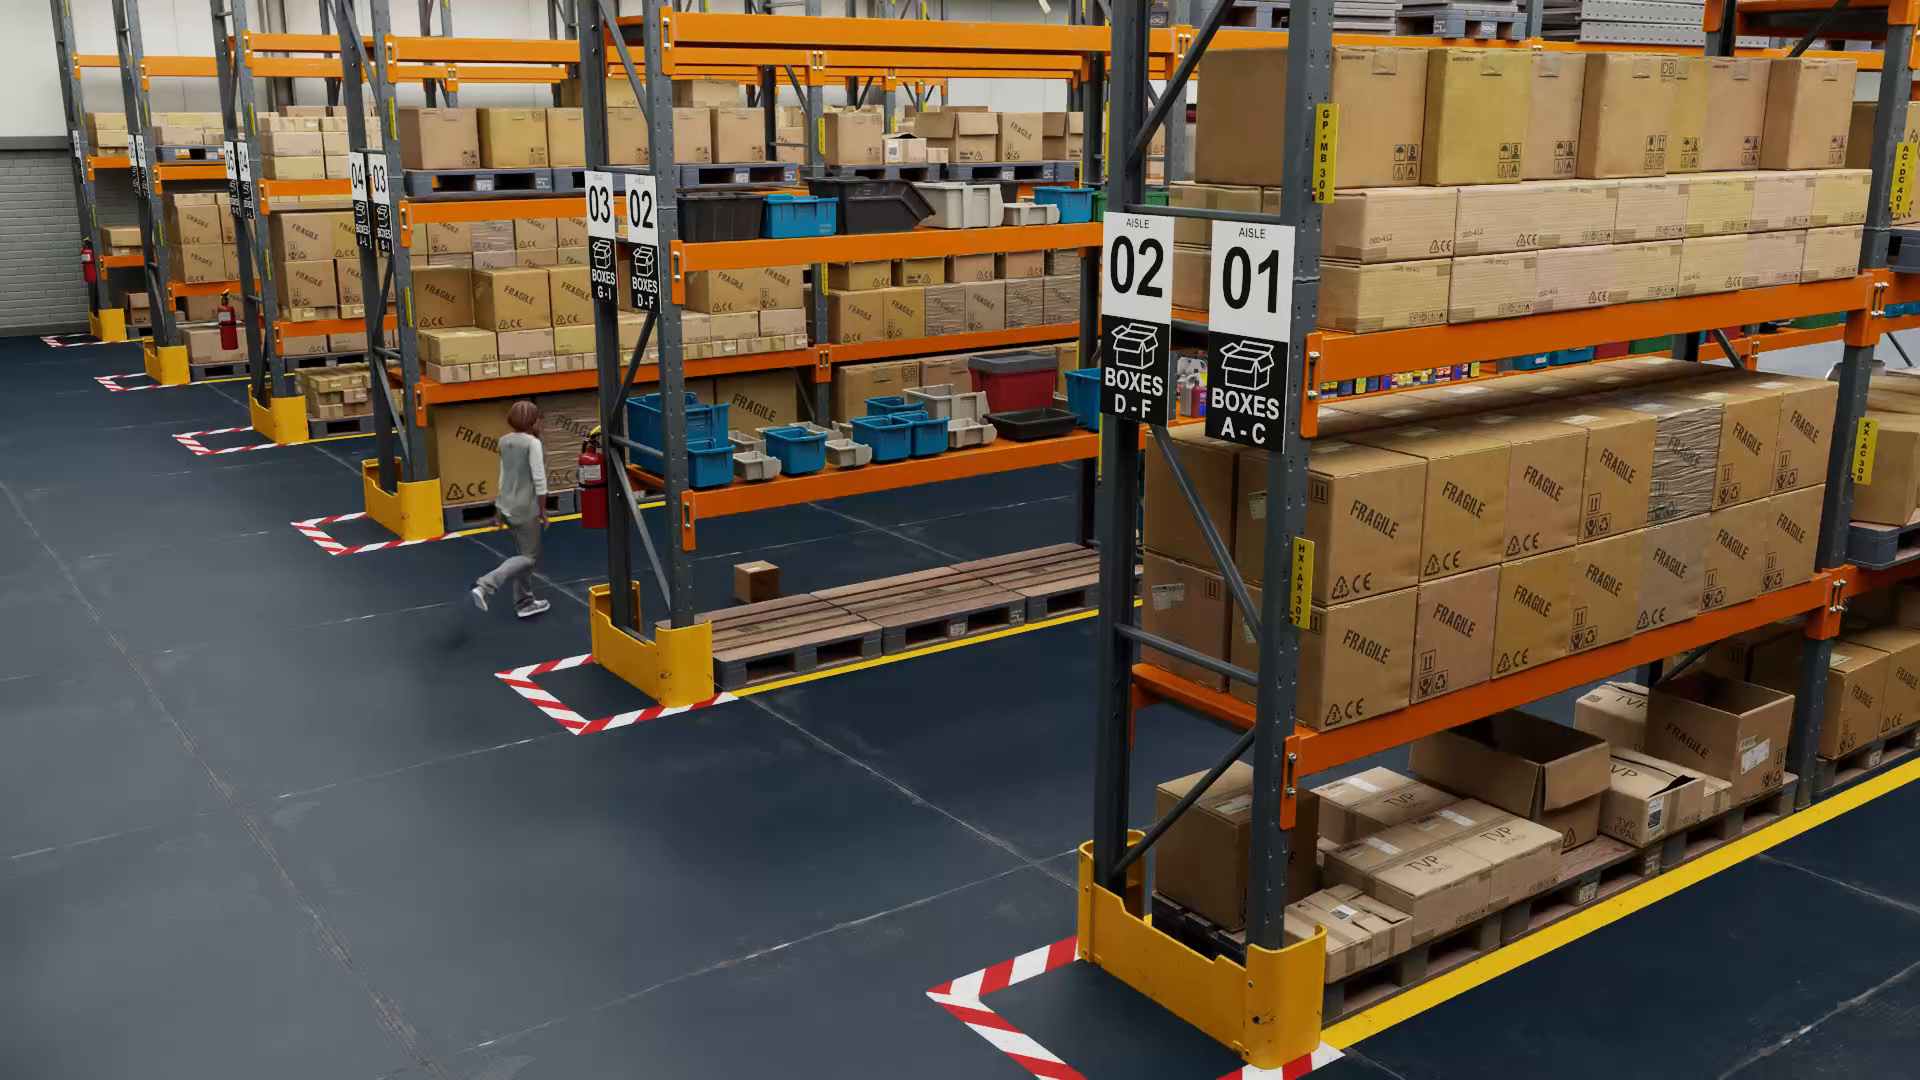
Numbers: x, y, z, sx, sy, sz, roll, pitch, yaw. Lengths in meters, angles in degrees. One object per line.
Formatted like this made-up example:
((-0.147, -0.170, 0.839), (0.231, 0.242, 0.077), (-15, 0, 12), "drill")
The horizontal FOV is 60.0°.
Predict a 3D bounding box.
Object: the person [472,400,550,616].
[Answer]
((-3.146, -0.182, 11.684), (0.447, 1.569, 0.659), (11, 18, 35), "person")
